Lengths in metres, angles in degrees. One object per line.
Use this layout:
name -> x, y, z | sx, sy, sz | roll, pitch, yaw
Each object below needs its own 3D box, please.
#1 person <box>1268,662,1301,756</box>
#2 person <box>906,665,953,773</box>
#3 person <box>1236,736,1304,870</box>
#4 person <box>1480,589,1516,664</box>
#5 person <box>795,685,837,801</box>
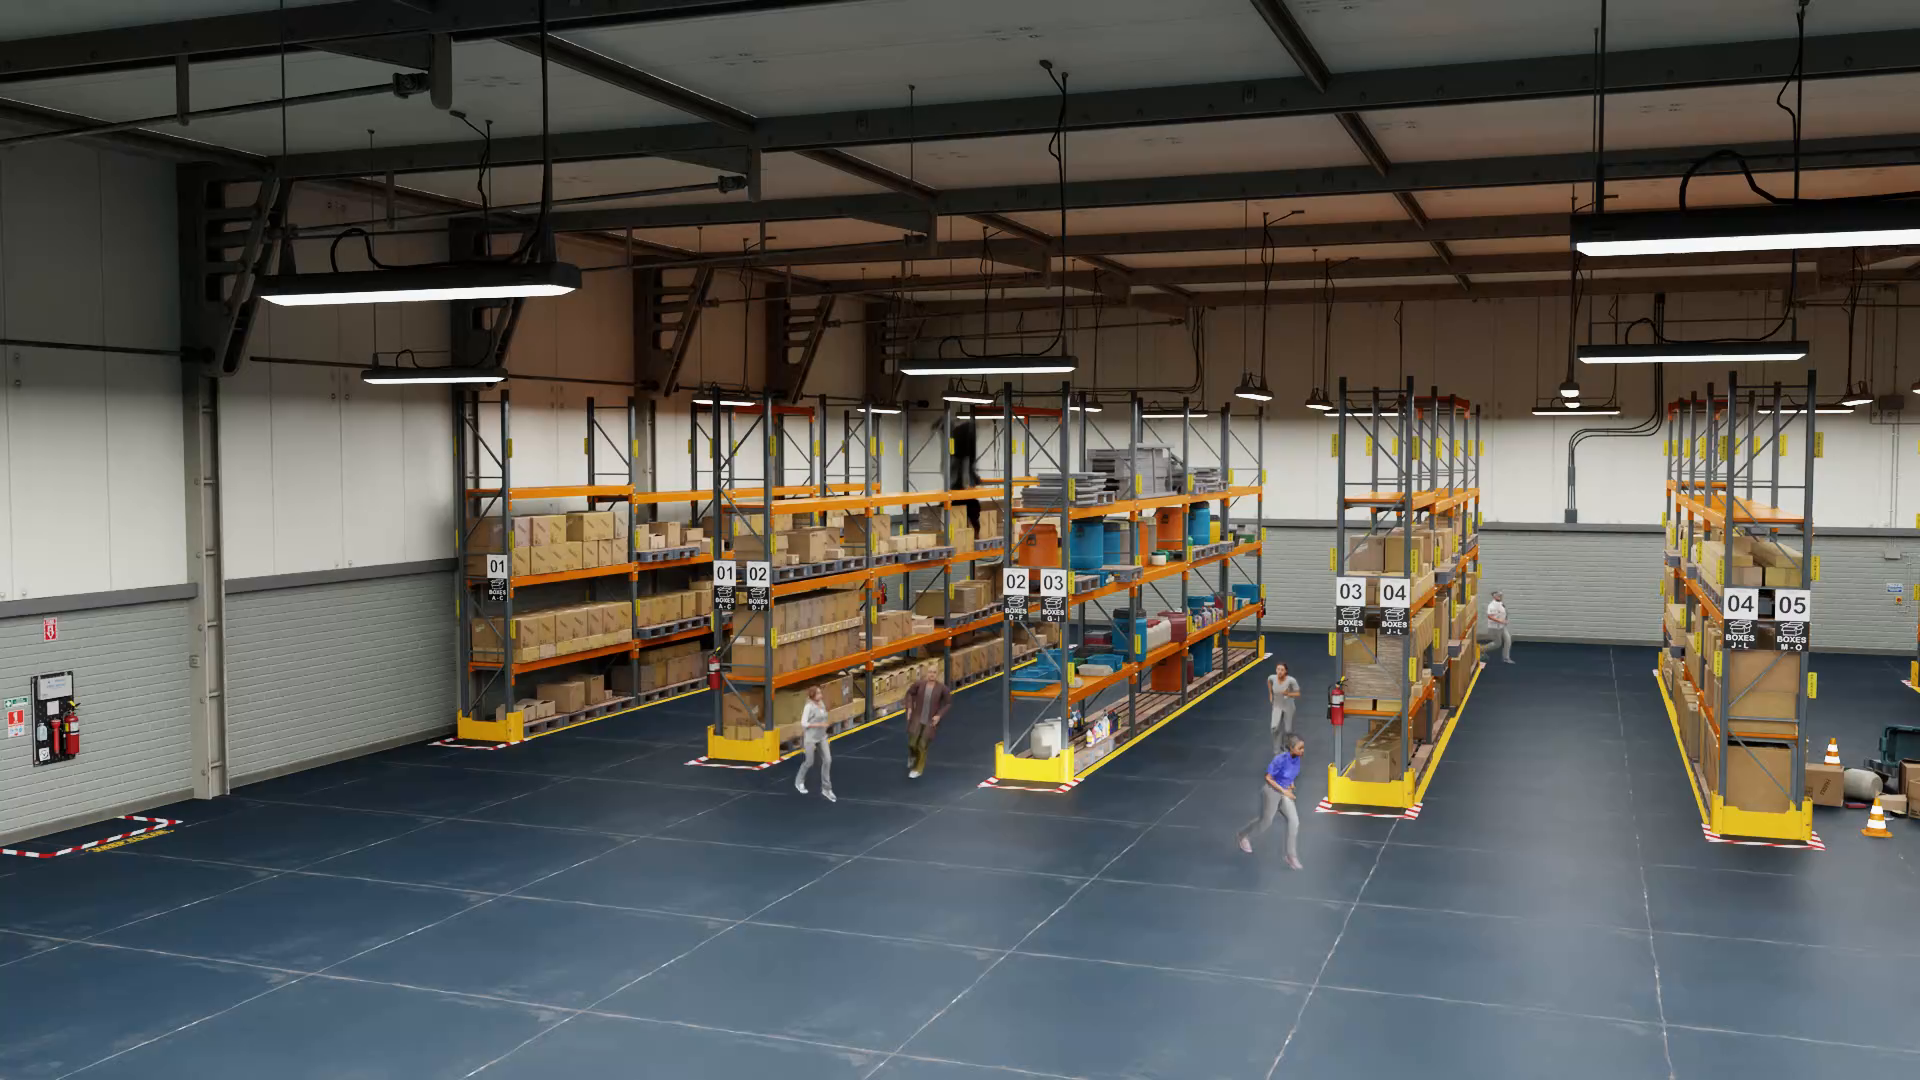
person -> 5.152, 2.730, 26.427 | 0.561, 1.654, 0.915 | 1, 3, 19
person -> -0.483, 2.776, 25.325 | 0.750, 1.571, 0.544 | 1, 3, 9
person -> 3.769, 3.127, 20.124 | 0.977, 1.616, 0.611 | 3, 4, 44
person -> 12.481, 2.018, 38.754 | 0.839, 1.758, 0.710 | 3, 4, 39
person -> -2.096, 2.887, 23.732 | 0.528, 1.622, 0.752 | -3, 4, -44
